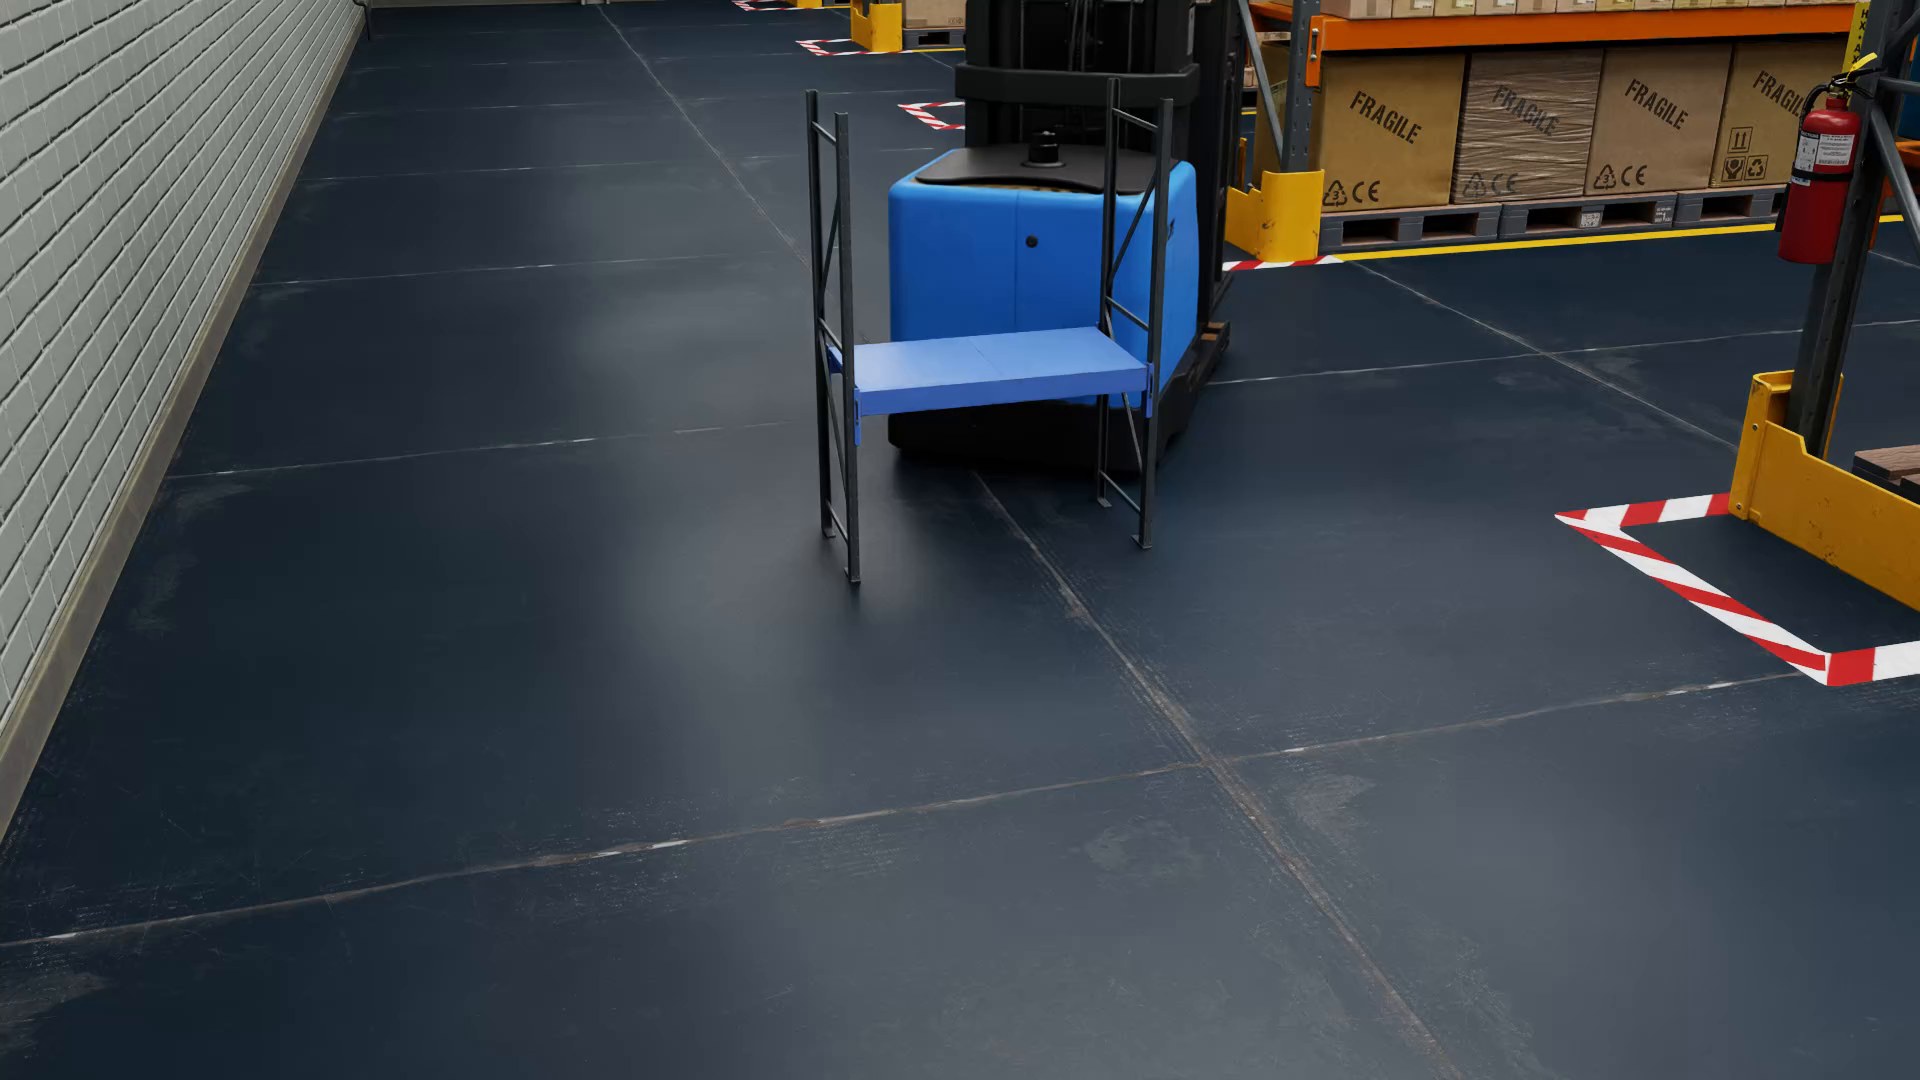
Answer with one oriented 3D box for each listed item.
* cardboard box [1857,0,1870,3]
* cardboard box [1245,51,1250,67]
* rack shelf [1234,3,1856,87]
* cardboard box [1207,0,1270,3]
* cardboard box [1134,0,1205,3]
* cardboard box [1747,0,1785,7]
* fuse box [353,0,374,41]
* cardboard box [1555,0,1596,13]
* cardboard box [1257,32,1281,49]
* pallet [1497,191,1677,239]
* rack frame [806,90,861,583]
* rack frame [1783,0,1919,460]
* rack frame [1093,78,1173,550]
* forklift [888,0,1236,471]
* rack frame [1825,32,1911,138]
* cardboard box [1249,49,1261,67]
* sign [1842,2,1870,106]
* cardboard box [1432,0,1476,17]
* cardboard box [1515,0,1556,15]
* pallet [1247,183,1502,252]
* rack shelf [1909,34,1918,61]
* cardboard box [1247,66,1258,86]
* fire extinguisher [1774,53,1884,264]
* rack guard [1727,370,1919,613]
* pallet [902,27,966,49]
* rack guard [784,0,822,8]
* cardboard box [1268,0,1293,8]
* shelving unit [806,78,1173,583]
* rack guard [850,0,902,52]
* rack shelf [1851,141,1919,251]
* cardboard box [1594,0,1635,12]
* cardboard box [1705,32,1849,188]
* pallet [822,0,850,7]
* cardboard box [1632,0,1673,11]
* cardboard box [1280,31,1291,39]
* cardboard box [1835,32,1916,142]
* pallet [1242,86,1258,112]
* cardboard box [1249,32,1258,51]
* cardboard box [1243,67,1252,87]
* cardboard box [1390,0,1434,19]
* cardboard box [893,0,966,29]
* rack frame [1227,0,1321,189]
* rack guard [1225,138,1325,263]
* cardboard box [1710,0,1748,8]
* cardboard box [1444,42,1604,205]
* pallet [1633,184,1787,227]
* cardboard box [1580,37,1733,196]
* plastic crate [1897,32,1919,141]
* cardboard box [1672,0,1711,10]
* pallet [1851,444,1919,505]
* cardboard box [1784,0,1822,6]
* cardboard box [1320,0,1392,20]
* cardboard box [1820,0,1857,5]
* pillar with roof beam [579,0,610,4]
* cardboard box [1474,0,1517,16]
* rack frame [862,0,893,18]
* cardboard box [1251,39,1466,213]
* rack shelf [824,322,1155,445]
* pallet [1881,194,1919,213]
[{"bbox_3d":[5.403,-3.335,10.038,0.250,0.149,0.380,-6,24,-14],"label":"cardboard box"},{"bbox_3d":[2.335,-4.216,14.477,0.250,0.149,0.380,-5,24,-12],"label":"cardboard box"},{"bbox_3d":[3.683,-3.064,9.999,4.000,0.370,1.077,-6,24,-14],"label":"rack shelf"},{"bbox_3d":[3.507,-6.683,19.683,0.875,0.875,0.875,-6,24,-13],"label":"cardboard box"},{"bbox_3d":[2.298,-6.359,19.484,0.875,0.438,0.875,-7,24,-15],"label":"cardboard box"},{"bbox_3d":[4.660,-3.253,9.846,0.250,0.149,0.380,-6,24,-13],"label":"cardboard box"},{"bbox_3d":[-6.770,-6.556,18.858,0.414,1.711,0.539,-6,24,-14],"label":"fuse box"},{"bbox_3d":[3.425,-3.117,9.528,0.250,0.149,0.380,-7,24,-15],"label":"cardboard box"},{"bbox_3d":[2.589,-4.369,14.457,0.250,0.149,0.380,-6,24,-14],"label":"cardboard box"},{"bbox_3d":[3.678,-2.144,10.478,1.213,0.211,1.003,-6,24,-14],"label":"pallet"},{"bbox_3d":[-0.407,-0.644,5.349,0.032,1.500,0.500,-6,24,-14],"label":"rack frame"},{"bbox_3d":[3.095,-1.301,4.978,0.127,3.000,1.000,-6,24,-14],"label":"rack frame"},{"bbox_3d":[0.572,-0.752,5.602,0.032,1.500,0.500,-6,24,-14],"label":"rack frame"},{"bbox_3d":[0.628,-2.157,7.059,1.130,2.935,3.031,7,24,15],"label":"forklift"},{"bbox_3d":[5.608,-3.608,10.354,0.127,3.000,1.000,-6,24,-14],"label":"rack frame"},{"bbox_3d":[2.598,-4.241,14.535,0.250,0.149,0.380,-5,24,-12],"label":"cardboard box"},{"bbox_3d":[2.931,-1.583,5.429,0.005,0.325,0.100,-6,24,-14],"label":"sign"},{"bbox_3d":[2.681,-3.034,9.335,0.250,0.149,0.380,-7,24,-16],"label":"cardboard box"},{"bbox_3d":[3.177,-3.089,9.463,0.250,0.149,0.380,-7,24,-15],"label":"cardboard box"},{"bbox_3d":[2.506,-2.015,10.178,1.213,0.211,1.003,-6,24,-14],"label":"pallet"},{"bbox_3d":[7.534,-3.490,10.992,4.000,0.370,1.077,-6,24,-14],"label":"rack shelf"},{"bbox_3d":[2.591,-4.062,14.497,0.250,0.149,0.380,-6,24,-14],"label":"cardboard box"},{"bbox_3d":[2.827,-1.251,5.432,0.183,0.674,0.296,-6,24,-14],"label":"fire extinguisher"},{"bbox_3d":[3.075,-0.145,5.454,0.348,0.500,1.175,-6,24,-14],"label":"rack guard"},{"bbox_3d":[-0.171,-5.777,18.947,1.213,0.211,1.003,-6,24,-14],"label":"pallet"},{"bbox_3d":[-2.191,-7.687,23.032,0.348,0.500,1.175,-6,24,-14],"label":"rack guard"},{"bbox_3d":[2.011,-3.229,9.790,0.250,0.149,0.380,-6,24,-13],"label":"cardboard box"},{"bbox_3d":[0.082,-0.698,5.475,1.048,1.500,0.538,-6,24,-14],"label":"shelving unit"},{"bbox_3d":[-0.943,-5.793,18.616,0.348,0.500,1.175,-6,24,-14],"label":"rack guard"},{"bbox_3d":[5.020,-1.184,5.617,4.000,0.370,1.077,-6,24,-14],"label":"rack shelf"},{"bbox_3d":[3.668,-3.143,9.590,0.250,0.149,0.380,-7,24,-16],"label":"cardboard box"},{"bbox_3d":[4.951,-2.784,10.597,0.875,0.875,0.875,-6,24,-14],"label":"cardboard box"},{"bbox_3d":[-1.424,-7.640,23.288,1.213,0.211,1.003,-6,24,-14],"label":"pallet"},{"bbox_3d":[3.920,-3.172,9.656,0.250,0.149,0.380,-6,24,-14],"label":"cardboard box"},{"bbox_3d":[2.857,-4.354,14.422,0.250,0.149,0.380,-7,24,-16],"label":"cardboard box"},{"bbox_3d":[6.219,-2.900,10.867,0.875,0.875,1.225,-6,24,-14],"label":"cardboard box"},{"bbox_3d":[2.552,-4.004,14.813,1.213,0.211,1.003,-6,24,-14],"label":"pallet"},{"bbox_3d":[2.372,-4.306,14.310,0.250,0.149,0.380,-6,24,-14],"label":"cardboard box"},{"bbox_3d":[2.331,-4.023,14.405,0.250,0.149,0.380,-8,24,-17],"label":"cardboard box"},{"bbox_3d":[2.434,-3.007,9.271,0.250,0.149,0.380,-7,24,-15],"label":"cardboard box"},{"bbox_3d":[-0.312,-6.068,18.804,0.875,0.438,0.875,-7,24,-16],"label":"cardboard box"},{"bbox_3d":[1.757,-3.182,9.361,0.127,3.000,1.000,-6,24,-14],"label":"rack frame"},{"bbox_3d":[1.734,-2.030,9.848,0.348,0.500,1.175,-6,24,-14],"label":"rack guard"},{"bbox_3d":[4.412,-3.226,9.782,0.250,0.149,0.380,-6,24,-13],"label":"cardboard box"},{"bbox_3d":[3.228,-2.594,10.153,0.875,0.875,0.875,-6,24,-14],"label":"cardboard box"},{"bbox_3d":[4.855,-2.275,10.784,1.213,0.211,1.003,-6,24,-14],"label":"pallet"},{"bbox_3d":[4.085,-2.688,10.373,0.875,0.875,0.875,-6,24,-14],"label":"cardboard box"},{"bbox_3d":[3.367,-1.452,5.208,0.499,0.435,0.616,-6,24,-14],"label":"plastic crate"},{"bbox_3d":[4.166,-3.198,9.718,0.250,0.149,0.380,-7,24,-15],"label":"cardboard box"},{"bbox_3d":[3.899,-0.093,5.699,1.213,0.211,1.003,-6,24,-14],"label":"pallet"},{"bbox_3d":[4.908,-3.281,9.910,0.250,0.149,0.380,-7,24,-15],"label":"cardboard box"},{"bbox_3d":[2.188,-2.979,9.207,0.250,0.149,0.380,-6,24,-14],"label":"cardboard box"},{"bbox_3d":[5.155,-3.308,9.974,0.250,0.149,0.380,-6,24,-13],"label":"cardboard box"},{"bbox_3d":[-3.941,-10.006,17.656,0.400,9.000,9.100,-6,24,-14],"label":"pillar with roof beam"},{"bbox_3d":[2.932,-3.062,9.401,0.250,0.149,0.380,-7,24,-15],"label":"cardboard box"},{"bbox_3d":[-0.920,-6.944,18.129,0.127,3.000,1.000,-6,24,-14],"label":"rack frame"},{"bbox_3d":[2.351,-2.497,9.927,0.875,0.875,0.875,-6,24,-14],"label":"cardboard box"},{"bbox_3d":[0.082,-0.533,5.546,1.000,0.185,0.538,-6,24,-14],"label":"rack shelf"},{"bbox_3d":[6.331,-2.437,11.162,1.213,0.211,1.003,-6,24,-14],"label":"pallet"}]
